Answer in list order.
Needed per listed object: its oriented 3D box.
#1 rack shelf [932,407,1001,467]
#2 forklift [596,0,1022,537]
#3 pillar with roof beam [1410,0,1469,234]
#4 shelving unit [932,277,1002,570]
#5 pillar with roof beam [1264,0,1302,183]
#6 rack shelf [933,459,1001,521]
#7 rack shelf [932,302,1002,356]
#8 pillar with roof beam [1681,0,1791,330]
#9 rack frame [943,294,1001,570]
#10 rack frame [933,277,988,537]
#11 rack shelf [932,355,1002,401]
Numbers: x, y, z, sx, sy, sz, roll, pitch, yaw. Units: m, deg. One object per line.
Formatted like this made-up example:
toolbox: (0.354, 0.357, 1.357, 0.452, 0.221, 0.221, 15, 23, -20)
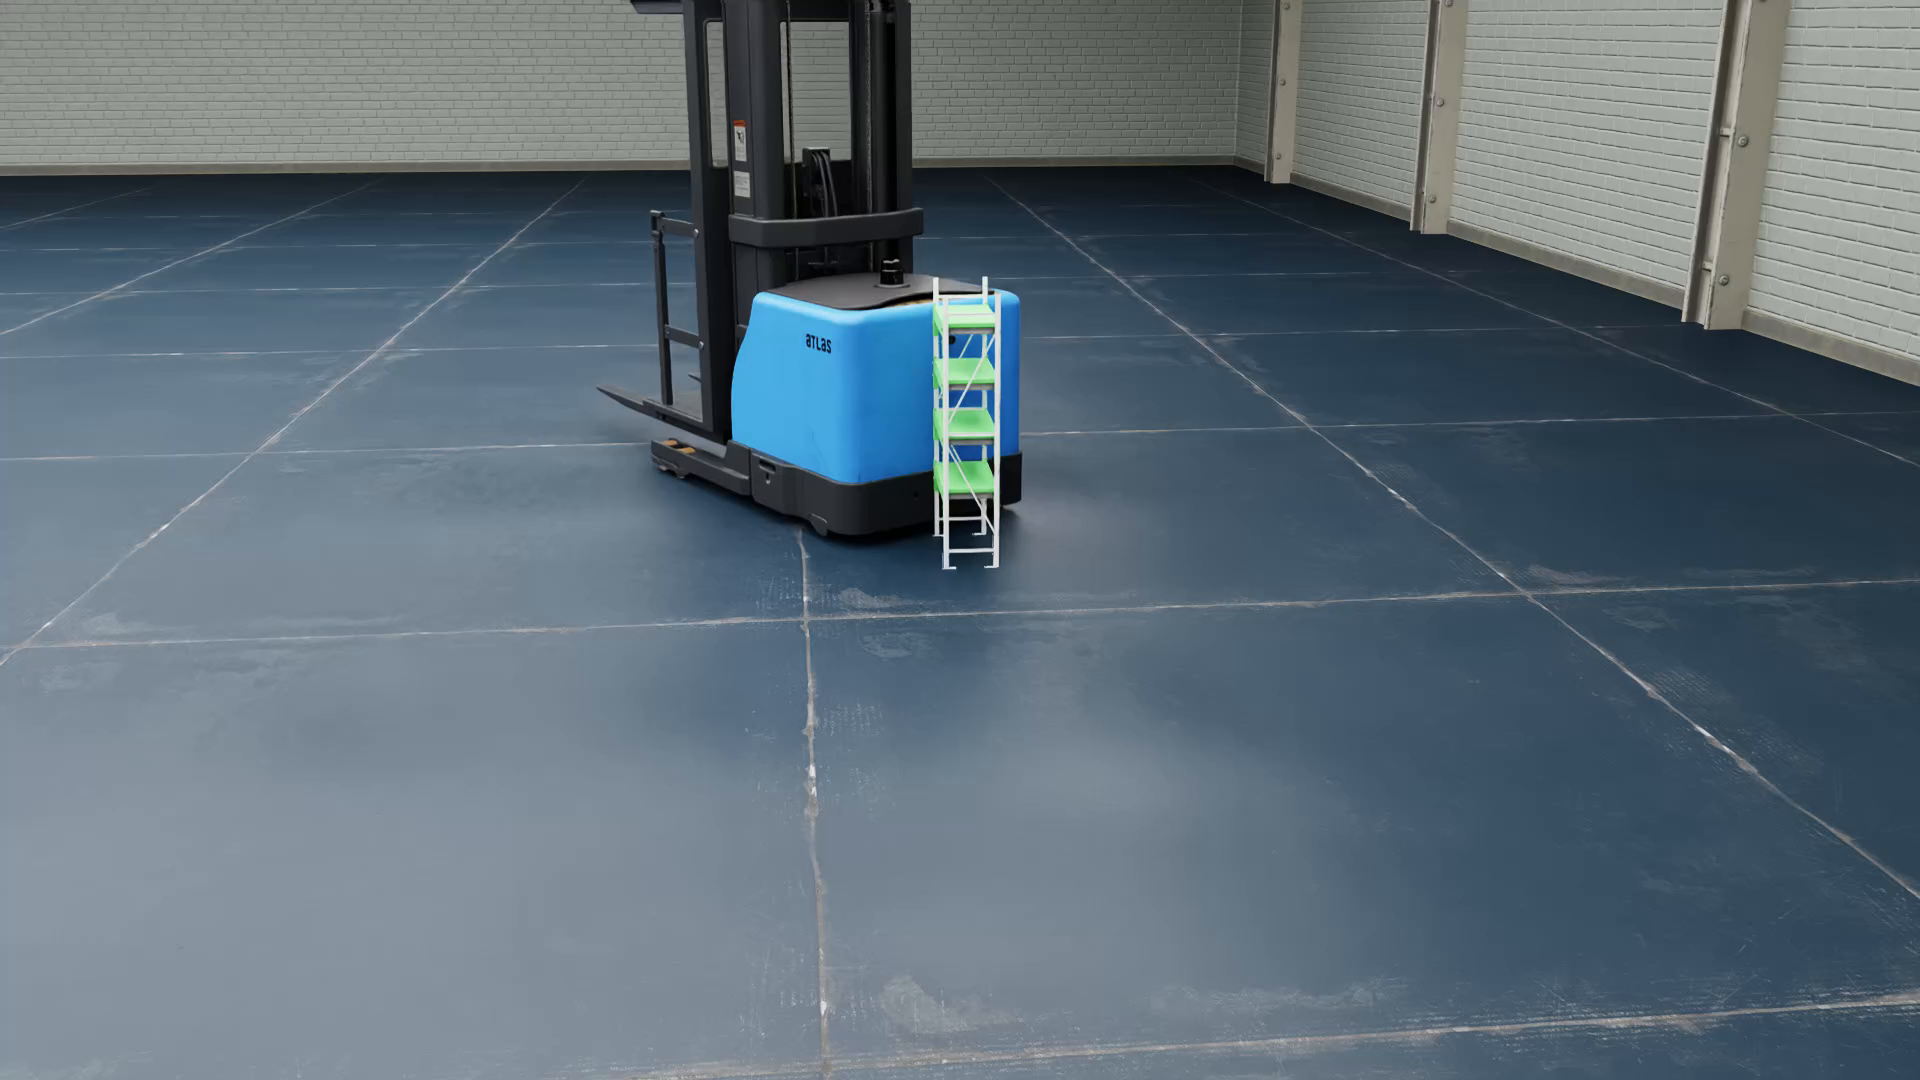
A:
rack shelf: (0.026, -0.459, 7.348, 0.258, 0.148, 0.480, -2, 18, -5)
forklift: (-0.984, -1.794, 8.498, 1.130, 2.935, 3.031, -13, 21, -35)
pillar with roof beam: (1.011, -7.639, 16.984, 9.100, 9.000, 0.400, -2, 18, -6)
shelving unit: (0.026, -0.520, 7.329, 0.258, 1.200, 0.503, -2, 18, -5)
pillar with roof beam: (0.392, -9.426, 22.678, 9.100, 9.000, 0.400, -2, 18, -6)
rack shelf: (0.026, -0.230, 7.420, 0.258, 0.148, 0.480, -2, 18, -5)
rack shelf: (0.026, -0.917, 7.204, 0.258, 0.148, 0.480, -2, 18, -5)
pillar with roof beam: (1.629, -5.851, 11.290, 9.100, 9.000, 0.400, -2, 18, -6)
rack frame: (0.050, -0.447, 7.097, 0.240, 1.200, 0.015, -2, 18, -5)
rack frame: (0.002, -0.592, 7.561, 0.240, 1.200, 0.015, -2, 18, -5)
rack shelf: (0.026, -0.688, 7.276, 0.258, 0.148, 0.480, -2, 18, -5)
